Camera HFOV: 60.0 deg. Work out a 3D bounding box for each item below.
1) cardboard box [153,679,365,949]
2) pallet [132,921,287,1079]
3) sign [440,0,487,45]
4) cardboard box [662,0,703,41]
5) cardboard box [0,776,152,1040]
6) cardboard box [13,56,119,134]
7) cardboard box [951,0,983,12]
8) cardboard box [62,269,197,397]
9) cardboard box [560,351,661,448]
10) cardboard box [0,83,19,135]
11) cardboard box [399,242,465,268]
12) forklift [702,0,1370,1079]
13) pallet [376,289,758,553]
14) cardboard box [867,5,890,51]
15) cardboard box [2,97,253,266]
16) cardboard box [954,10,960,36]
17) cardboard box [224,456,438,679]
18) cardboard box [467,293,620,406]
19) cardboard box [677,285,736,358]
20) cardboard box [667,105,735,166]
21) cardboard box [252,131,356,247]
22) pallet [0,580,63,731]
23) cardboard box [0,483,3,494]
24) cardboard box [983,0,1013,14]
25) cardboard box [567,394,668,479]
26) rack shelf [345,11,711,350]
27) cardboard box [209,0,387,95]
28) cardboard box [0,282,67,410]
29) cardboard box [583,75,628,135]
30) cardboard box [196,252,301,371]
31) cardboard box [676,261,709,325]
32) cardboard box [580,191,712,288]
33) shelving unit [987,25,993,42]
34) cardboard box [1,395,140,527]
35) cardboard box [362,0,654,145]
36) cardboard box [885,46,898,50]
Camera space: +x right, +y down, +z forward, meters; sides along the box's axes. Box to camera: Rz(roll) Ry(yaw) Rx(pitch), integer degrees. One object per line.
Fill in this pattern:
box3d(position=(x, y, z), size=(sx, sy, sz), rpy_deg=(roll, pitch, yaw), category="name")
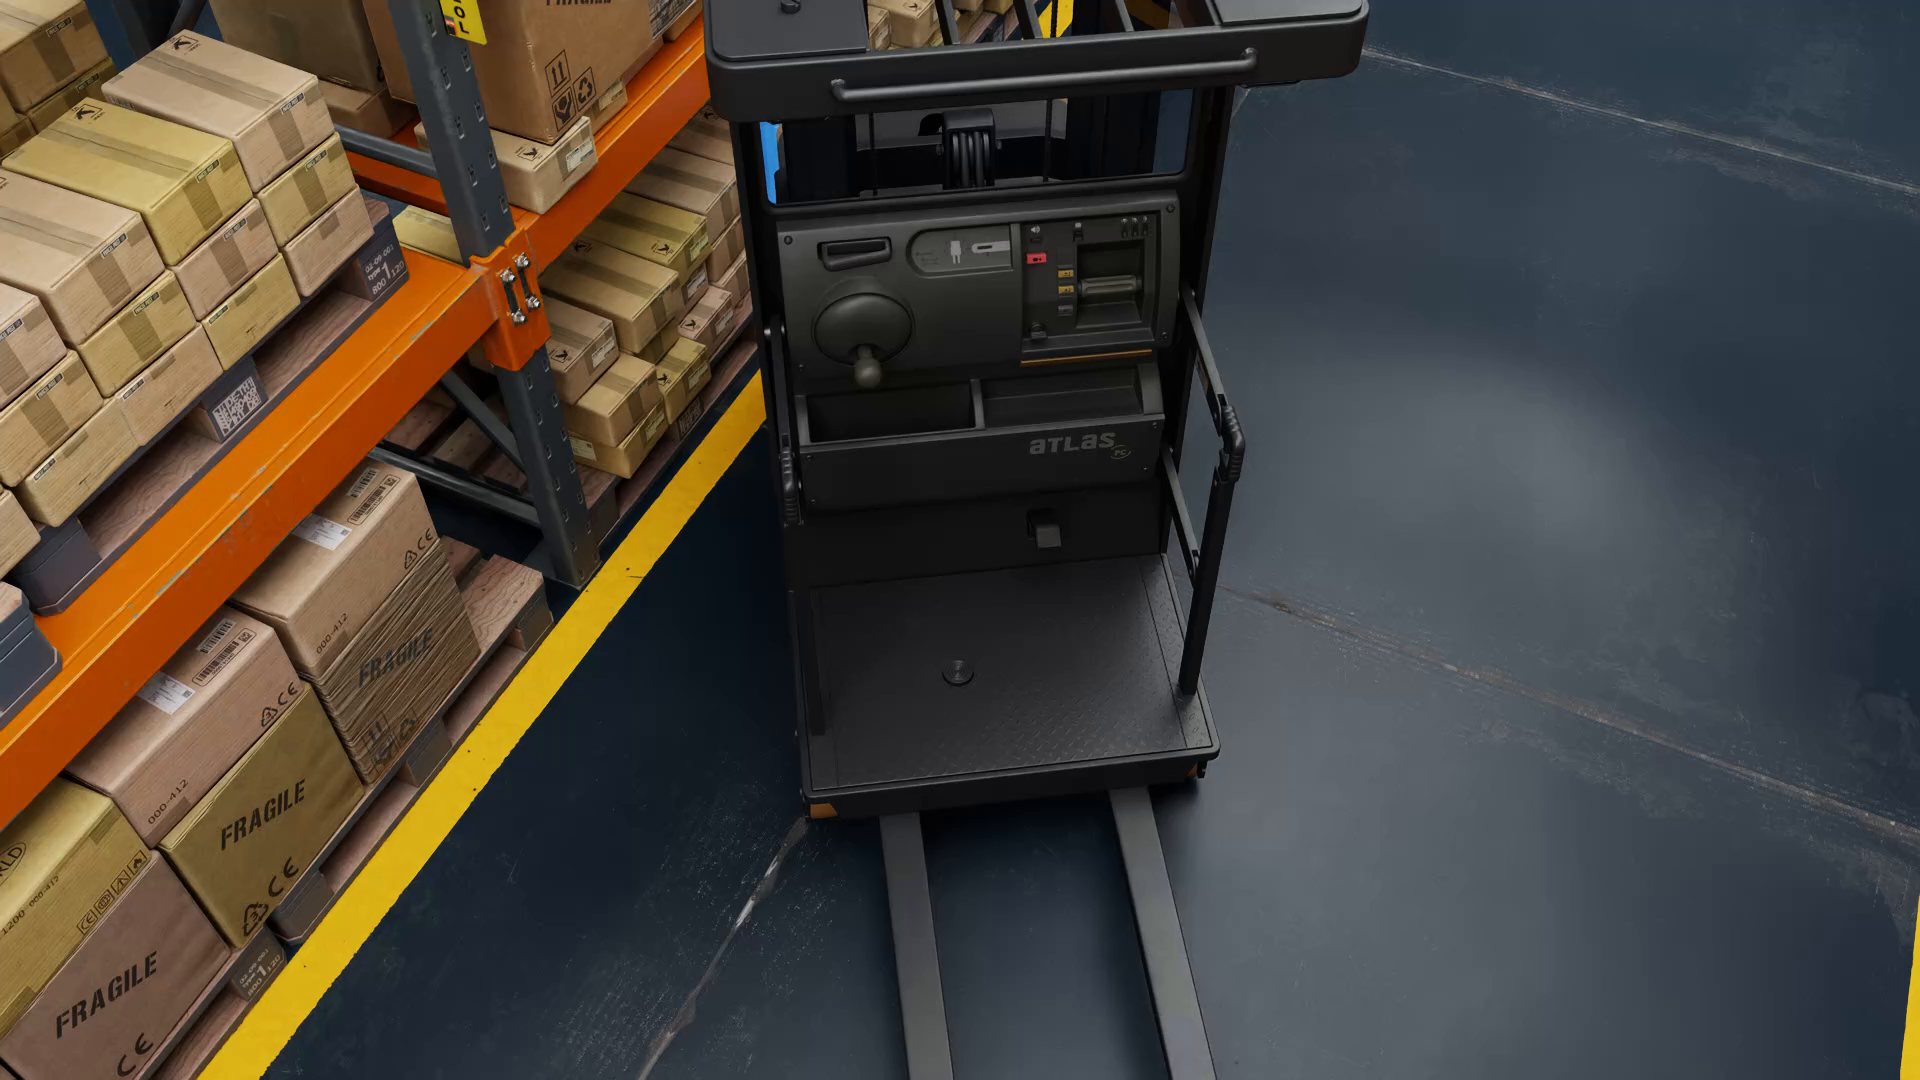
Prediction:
box3d(position=(-1.899, 0.603, 4.133), size=(0.500, 0.500, 0.500), rpy_deg=(19, 52, 15), category="cardboard box")
box3d(position=(-2.442, 1.268, 4.033), size=(1.003, 0.211, 1.213), rpy_deg=(20, 52, 16), category="pallet")
box3d(position=(-1.088, -1.213, 3.552), size=(0.100, 0.325, 0.005), rpy_deg=(20, 52, 16), category="sign")
box3d(position=(-0.943, -1.611, 4.816), size=(0.380, 0.149, 0.250), rpy_deg=(18, 52, 14), category="cardboard box")
box3d(position=(-2.126, 0.729, 3.534), size=(0.500, 0.250, 0.500), rpy_deg=(18, 52, 14), category="cardboard box")
box3d(position=(-2.175, -1.045, 3.864), size=(0.380, 0.149, 0.250), rpy_deg=(21, 53, 17), category="cardboard box")
box3d(position=(-0.070, -2.264, 6.608), size=(0.380, 0.149, 0.250), rpy_deg=(18, 52, 15), category="cardboard box")
box3d(position=(-1.803, -0.477, 3.380), size=(0.380, 0.149, 0.250), rpy_deg=(22, 53, 18), category="cardboard box")
box3d(position=(-1.147, -0.470, 5.081), size=(0.380, 0.149, 0.250), rpy_deg=(22, 53, 18), category="cardboard box")
box3d(position=(-2.289, -0.947, 3.585), size=(0.380, 0.149, 0.250), rpy_deg=(21, 53, 17), category="cardboard box")
box3d(position=(-1.675, -0.750, 5.124), size=(0.380, 0.149, 0.250), rpy_deg=(21, 53, 17), category="cardboard box")
box3d(position=(0.081, -0.475, 3.730), size=(1.130, 2.935, 3.031), rpy_deg=(-6, 50, -5), category="forklift")
box3d(position=(-1.336, -0.586, 5.610), size=(1.003, 0.211, 1.213), rpy_deg=(20, 52, 16), category="pallet")
box3d(position=(-0.480, -1.848, 6.058), size=(0.380, 0.149, 0.250), rpy_deg=(18, 52, 15), category="cardboard box")
box3d(position=(-1.700, -0.738, 3.407), size=(0.380, 0.149, 0.250), rpy_deg=(18, 52, 15), category="cardboard box")
box3d(position=(-0.221, -2.014, 6.590), size=(0.380, 0.149, 0.250), rpy_deg=(20, 53, 16), category="cardboard box")
box3d(position=(-1.681, 0.010, 4.145), size=(0.500, 0.250, 0.500), rpy_deg=(19, 52, 15), category="cardboard box")
box3d(position=(-1.257, -0.591, 4.988), size=(0.380, 0.149, 0.250), rpy_deg=(22, 53, 18), category="cardboard box")
box3d(position=(-0.972, -0.745, 5.511), size=(0.380, 0.149, 0.250), rpy_deg=(20, 52, 16), category="cardboard box")
box3d(position=(-0.749, -1.287, 5.581), size=(0.380, 0.149, 0.250), rpy_deg=(21, 53, 17), category="cardboard box")
box3d(position=(-1.583, -0.829, 3.679), size=(0.380, 0.149, 0.250), rpy_deg=(21, 53, 17), category="cardboard box")
box3d(position=(-2.491, 0.424, 3.045), size=(1.003, 0.211, 1.213), rpy_deg=(20, 52, 16), category="pallet")
box3d(position=(-2.028, -0.108, 3.067), size=(0.380, 0.149, 0.250), rpy_deg=(17, 52, 14), category="cardboard box")
box3d(position=(0.063, -2.342, 6.869), size=(0.380, 0.149, 0.250), rpy_deg=(21, 53, 17), category="cardboard box")
box3d(position=(-1.145, -0.374, 5.195), size=(0.380, 0.149, 0.250), rpy_deg=(18, 52, 15), category="cardboard box")
box3d(position=(-0.737, -2.160, 5.591), size=(1.077, 0.370, 4.000), rpy_deg=(20, 52, 16), category="rack shelf")
box3d(position=(-1.640, -1.569, 4.355), size=(0.500, 0.500, 0.500), rpy_deg=(20, 52, 16), category="cardboard box")
box3d(position=(-1.924, -0.380, 3.102), size=(0.380, 0.149, 0.250), rpy_deg=(20, 52, 16), category="cardboard box")
box3d(position=(-1.131, -1.225, 4.488), size=(0.380, 0.149, 0.250), rpy_deg=(21, 53, 17), category="cardboard box")
box3d(position=(-1.692, -0.553, 3.640), size=(0.380, 0.149, 0.250), rpy_deg=(20, 53, 16), category="cardboard box")
box3d(position=(-1.049, -0.853, 5.407), size=(0.380, 0.149, 0.250), rpy_deg=(20, 52, 16), category="cardboard box")
box3d(position=(-1.022, -0.951, 5.295), size=(0.380, 0.149, 0.250), rpy_deg=(19, 52, 16), category="cardboard box")
box3d(position=(0.080, -1.165, 5.552), size=(0.215, 1.050, 0.252), rpy_deg=(35, 58, 26), category="shelving unit")
box3d(position=(-1.908, -0.210, 3.348), size=(0.380, 0.149, 0.250), rpy_deg=(17, 52, 14), category="cardboard box")
box3d(position=(-1.152, -1.404, 4.214), size=(0.500, 0.500, 0.500), rpy_deg=(19, 52, 15), category="cardboard box")
box3d(position=(-0.406, -1.733, 6.156), size=(0.380, 0.149, 0.250), rpy_deg=(22, 53, 18), category="cardboard box")
